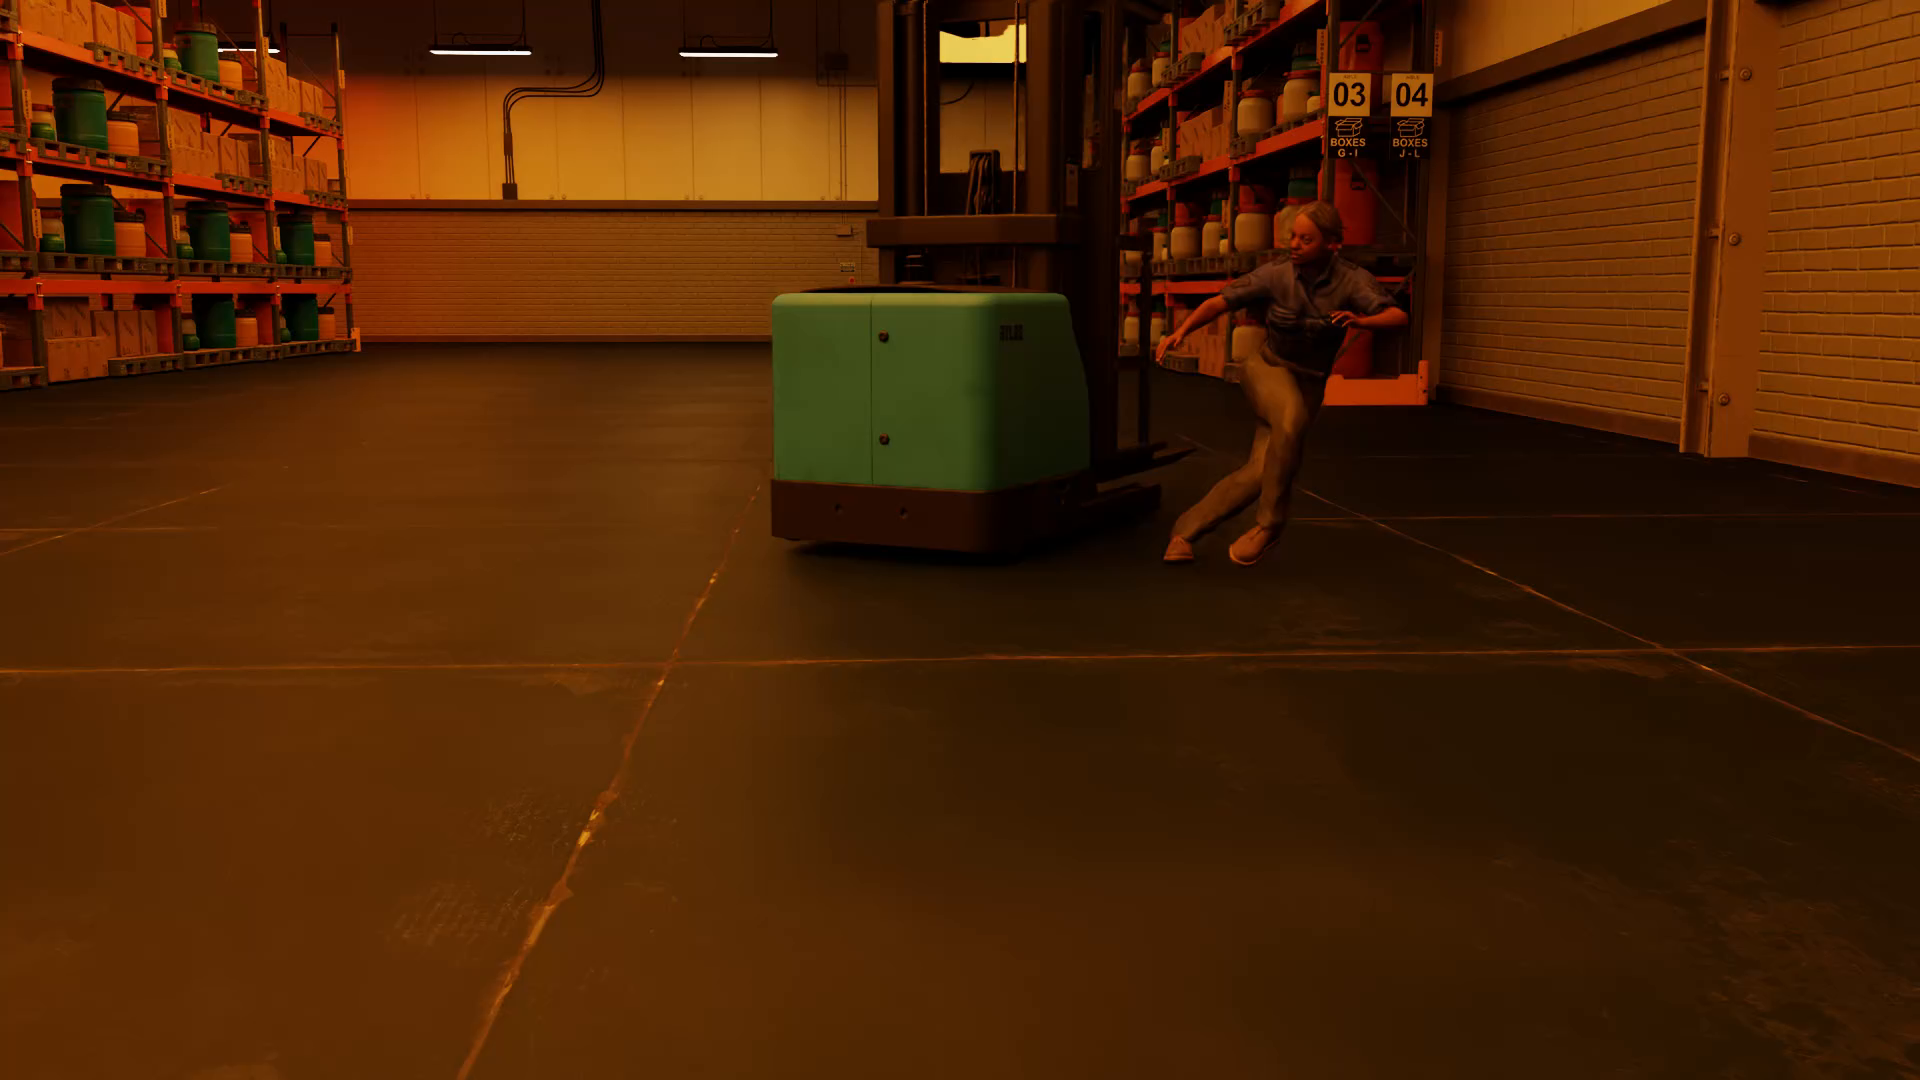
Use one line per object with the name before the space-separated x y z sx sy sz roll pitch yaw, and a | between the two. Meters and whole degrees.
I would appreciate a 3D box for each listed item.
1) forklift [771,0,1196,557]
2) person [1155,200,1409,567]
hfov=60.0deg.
forklift | 0.323 -1.558 7.823 1.130 2.935 3.031 4 9 26
person | 1.205 -0.584 6.405 0.909 1.418 0.858 -1 8 -4
